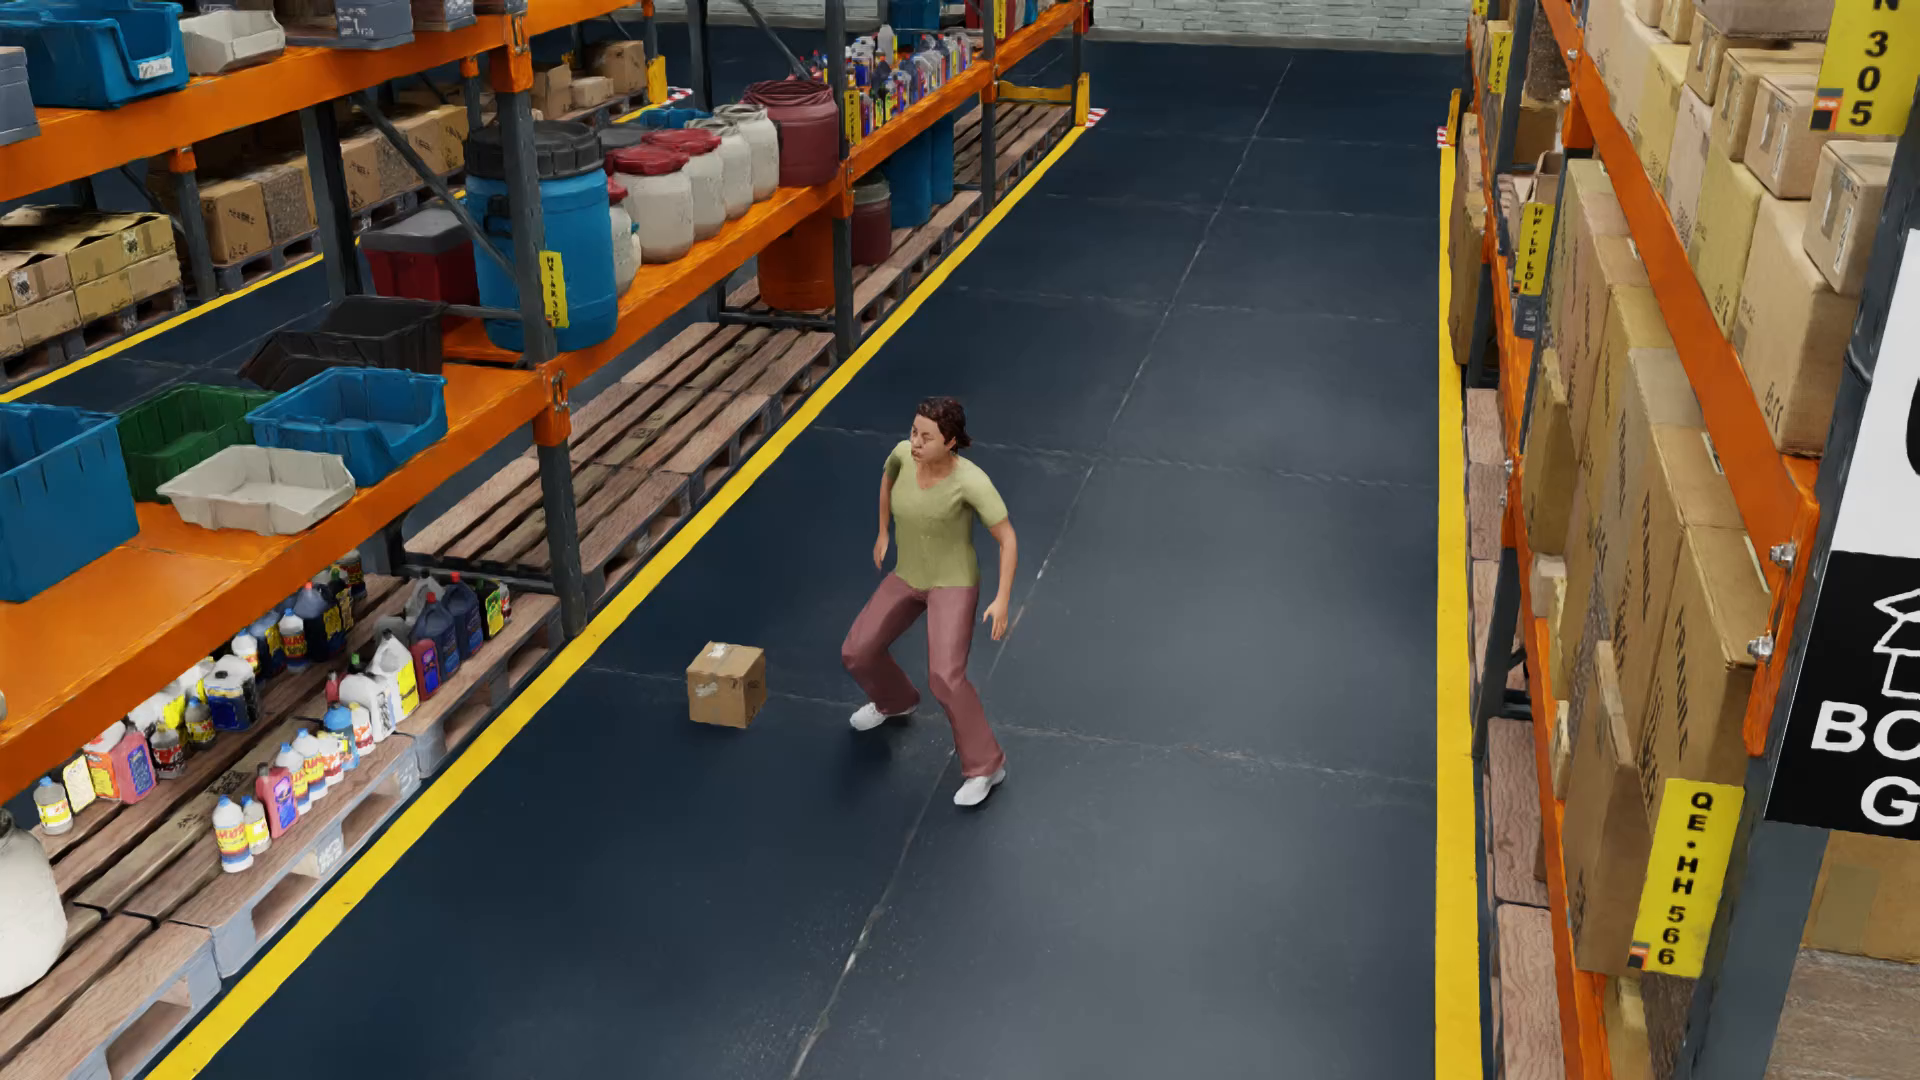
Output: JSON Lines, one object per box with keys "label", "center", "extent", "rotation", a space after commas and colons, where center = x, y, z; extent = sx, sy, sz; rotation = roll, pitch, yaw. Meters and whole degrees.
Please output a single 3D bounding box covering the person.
{"label": "person", "center": [-0.121, 0.179, 6.418], "extent": [0.773, 1.526, 0.500], "rotation": [19, 31, 34]}
